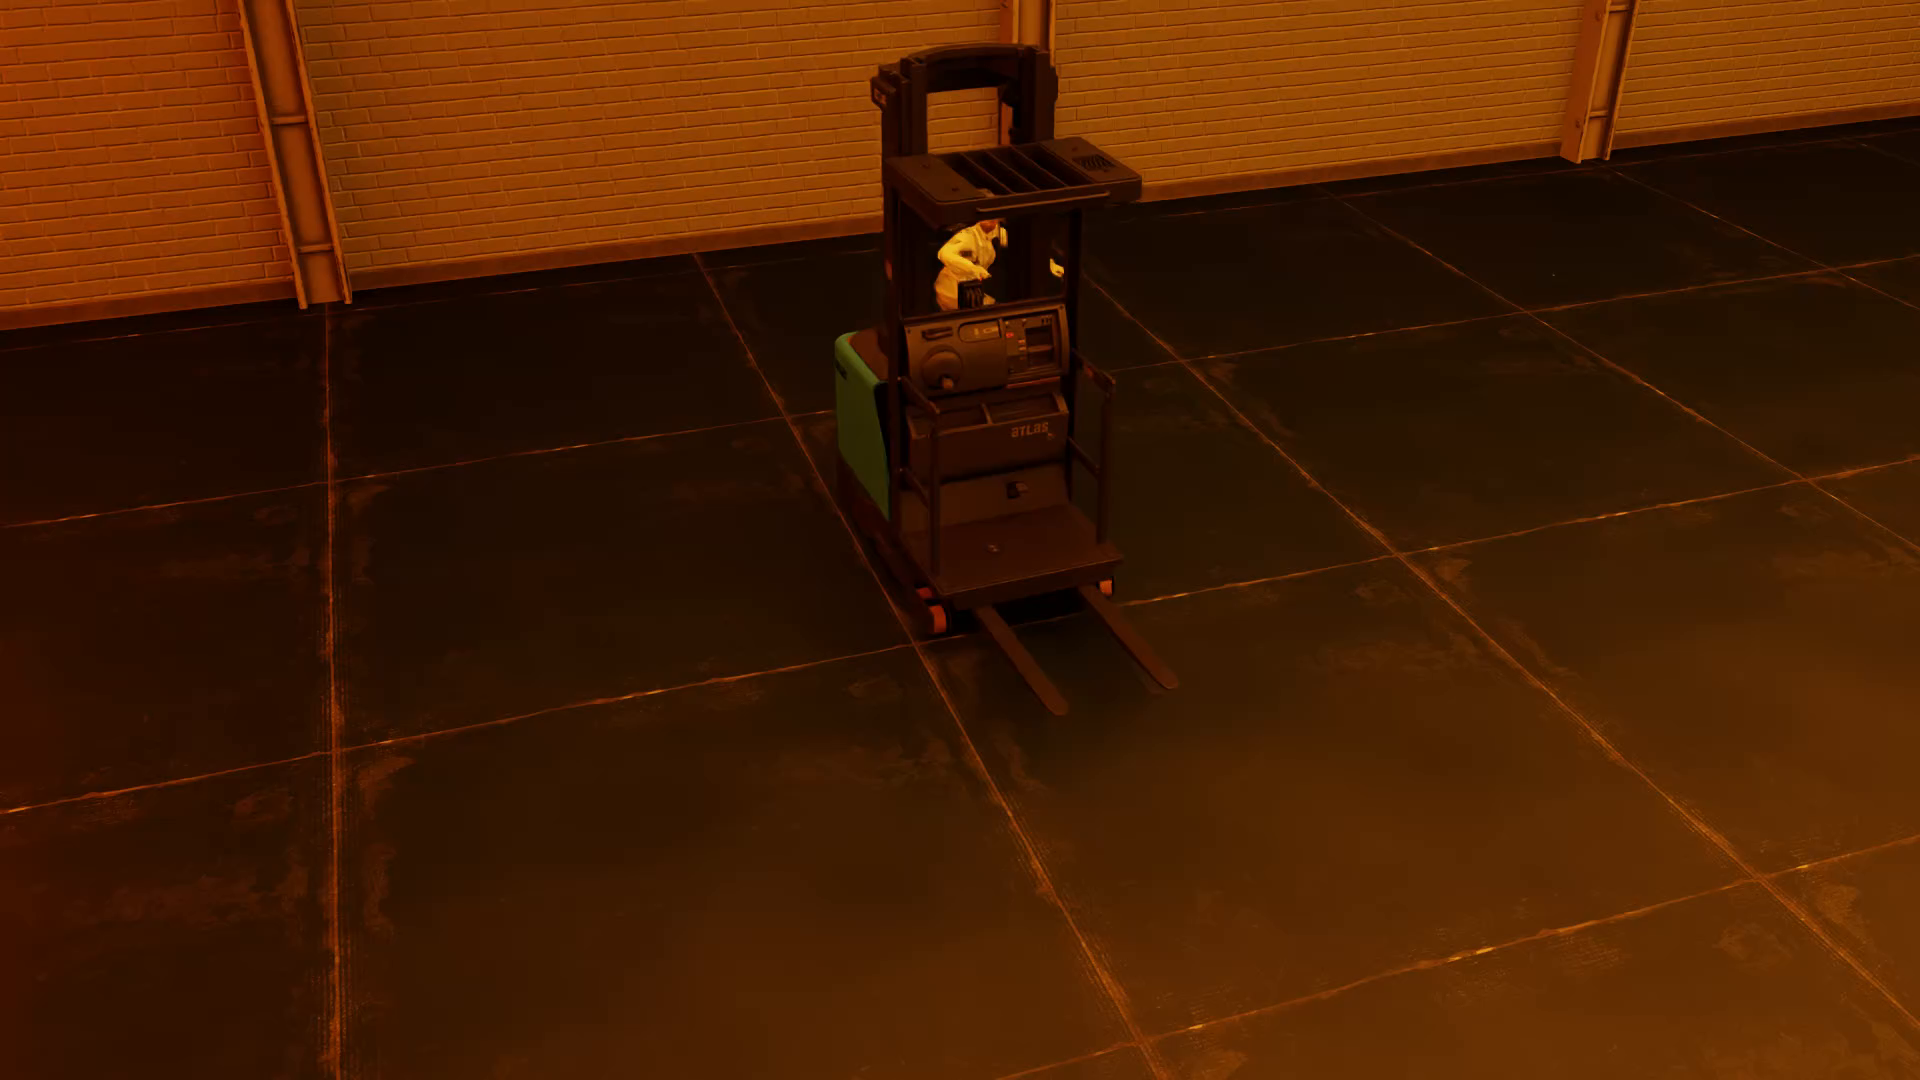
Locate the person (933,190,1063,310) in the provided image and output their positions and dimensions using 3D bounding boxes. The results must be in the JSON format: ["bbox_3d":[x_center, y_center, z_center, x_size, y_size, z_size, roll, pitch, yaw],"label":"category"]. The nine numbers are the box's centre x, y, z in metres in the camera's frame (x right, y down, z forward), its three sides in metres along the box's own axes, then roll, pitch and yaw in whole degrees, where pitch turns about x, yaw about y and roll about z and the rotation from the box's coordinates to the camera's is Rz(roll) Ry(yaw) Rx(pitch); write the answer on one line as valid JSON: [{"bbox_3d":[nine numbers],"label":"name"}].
[{"bbox_3d":[0.228,-1.665,11.526,1.055,1.437,0.799,0,30,0],"label":"person"}]

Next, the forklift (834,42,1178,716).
[{"bbox_3d":[0.230,-0.988,8.803,1.130,2.935,3.031,-11,32,-18],"label":"forklift"}]
